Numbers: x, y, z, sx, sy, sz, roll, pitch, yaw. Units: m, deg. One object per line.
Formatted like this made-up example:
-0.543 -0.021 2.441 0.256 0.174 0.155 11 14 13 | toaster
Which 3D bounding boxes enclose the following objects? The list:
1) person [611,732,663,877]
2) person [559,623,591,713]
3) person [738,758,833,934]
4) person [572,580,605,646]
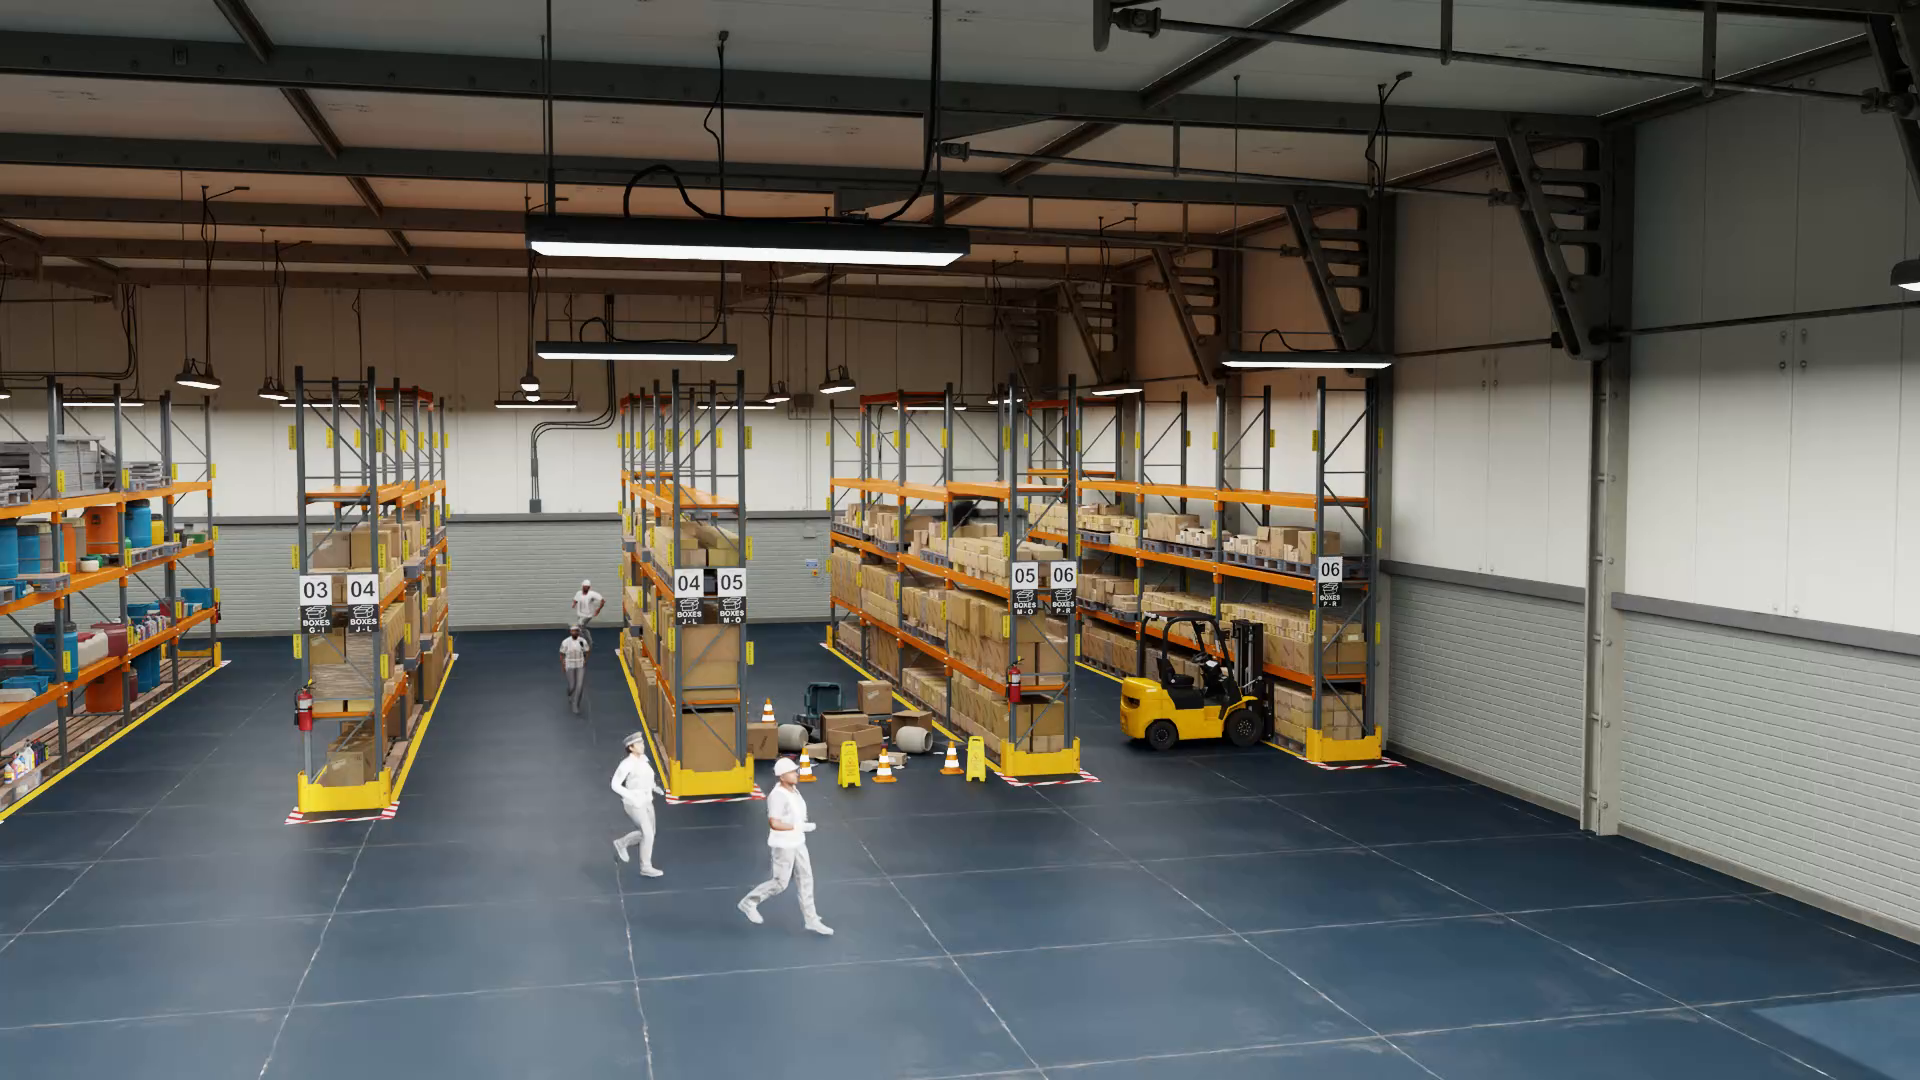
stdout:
-3.746 3.027 19.173 0.717 1.654 0.622 2 4 25 | person
-7.116 2.348 30.742 0.575 1.662 0.589 -1 4 -20 | person
-1.769 3.095 16.829 0.985 1.792 0.682 1 4 14 | person
-8.891 1.810 39.563 0.809 1.746 0.755 2 4 36 | person
